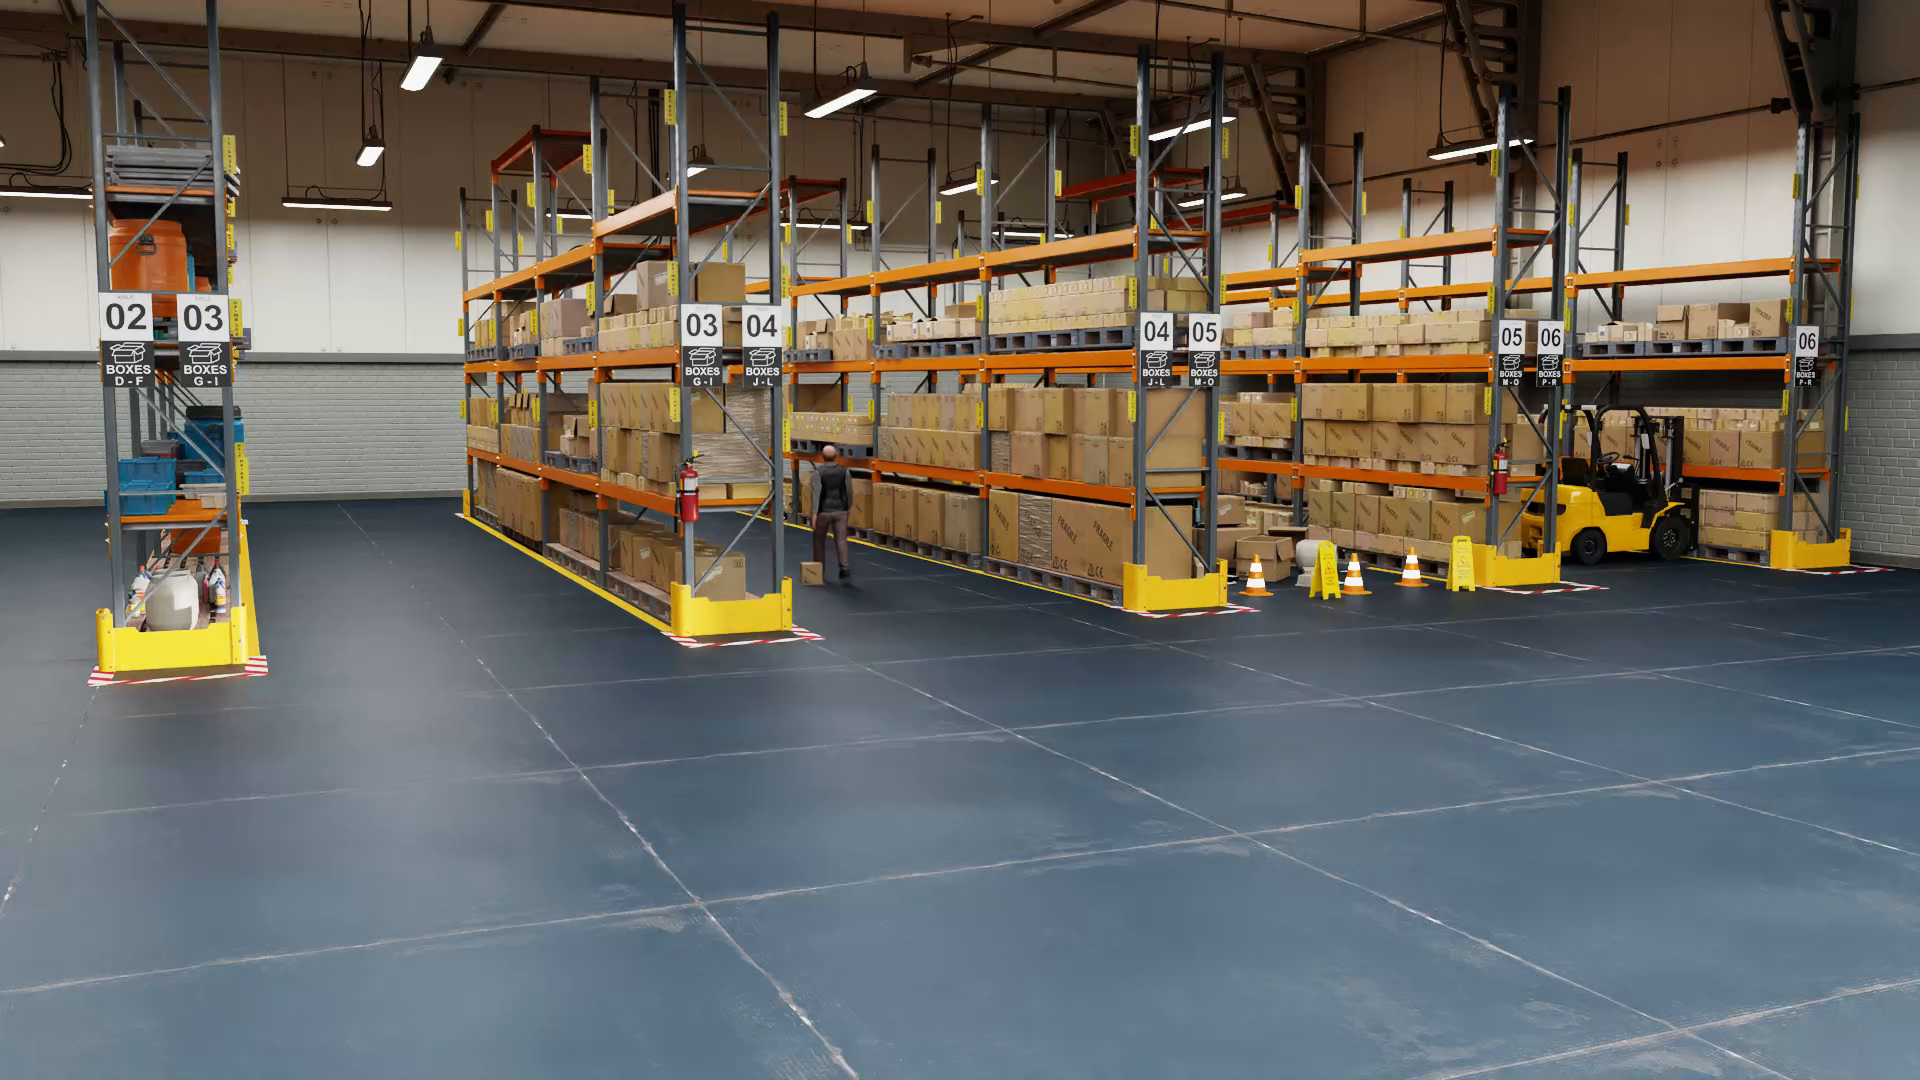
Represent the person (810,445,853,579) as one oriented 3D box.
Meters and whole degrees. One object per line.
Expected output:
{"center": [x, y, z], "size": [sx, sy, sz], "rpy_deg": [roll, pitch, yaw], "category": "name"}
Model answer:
{"center": [-1.587, -0.331, 20.514], "size": [0.558, 1.675, 1.045], "rpy_deg": [-1, 6, -15], "category": "person"}
